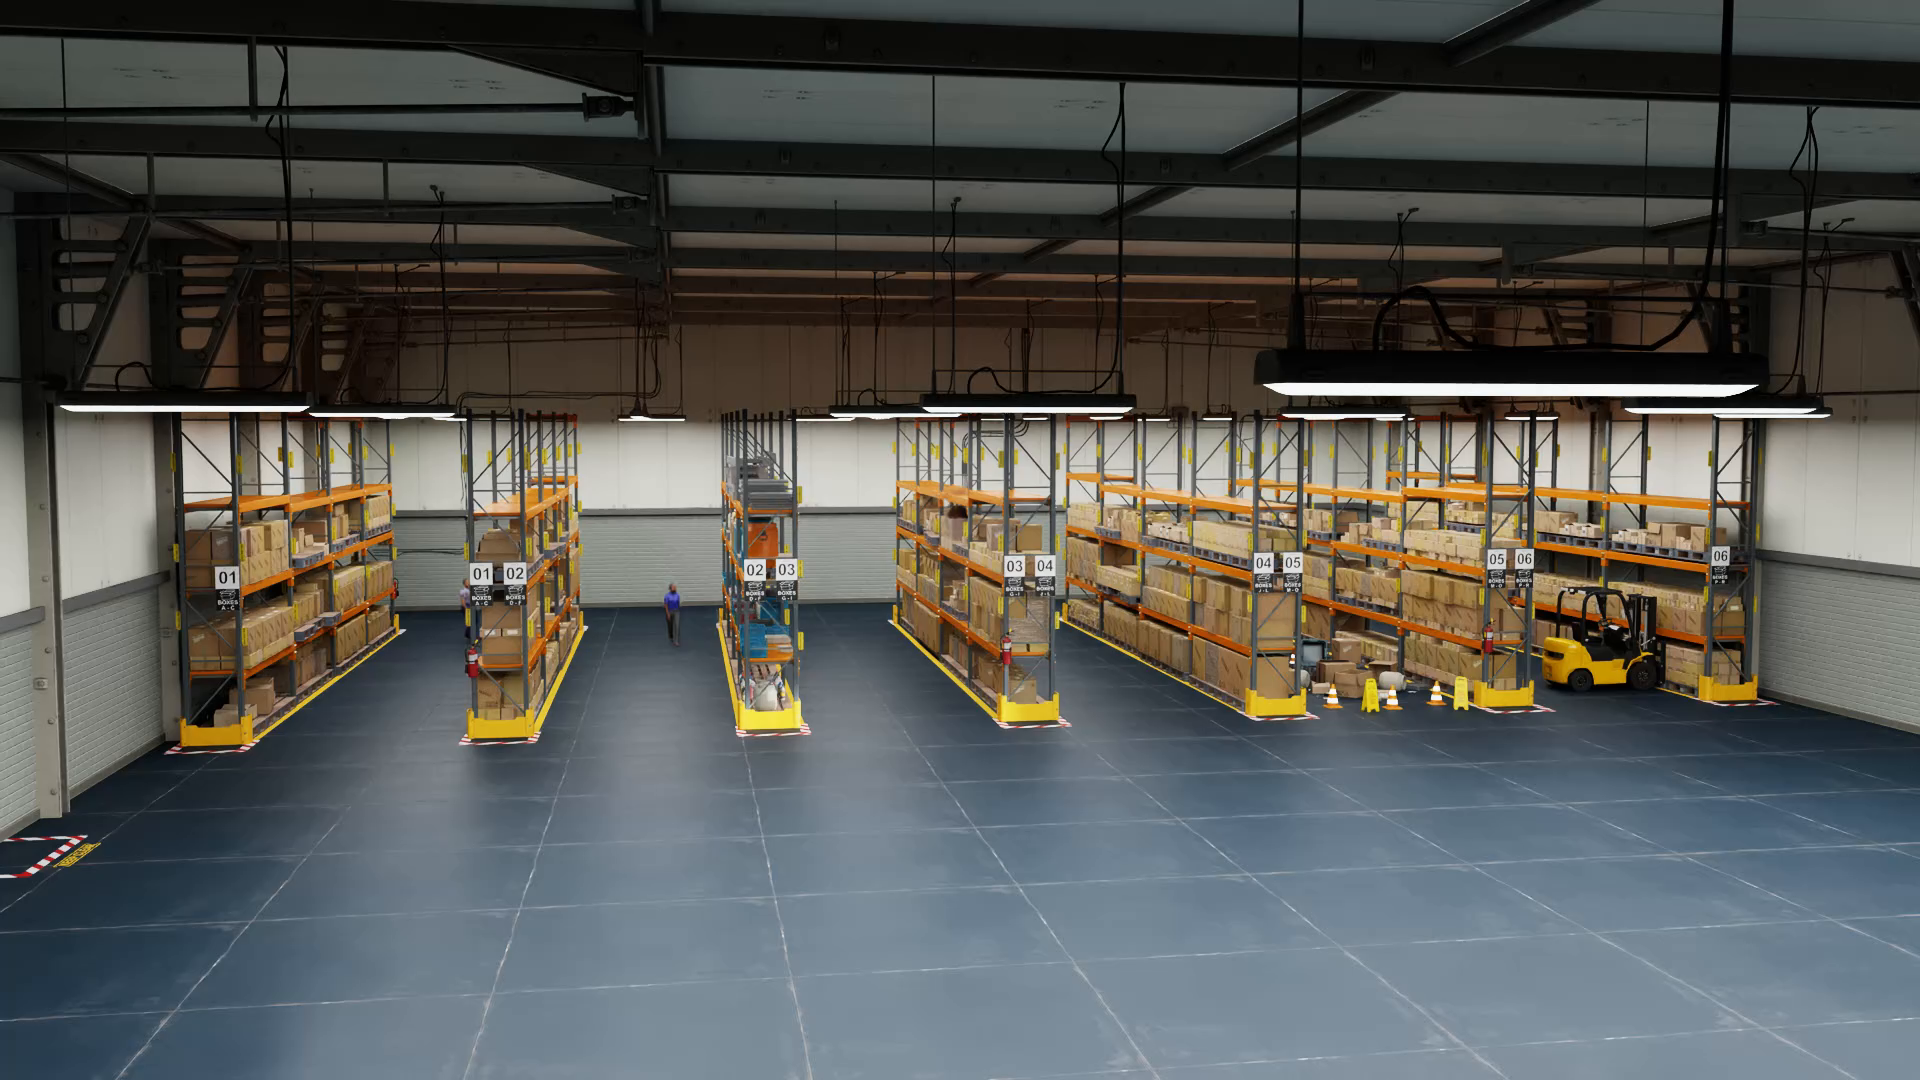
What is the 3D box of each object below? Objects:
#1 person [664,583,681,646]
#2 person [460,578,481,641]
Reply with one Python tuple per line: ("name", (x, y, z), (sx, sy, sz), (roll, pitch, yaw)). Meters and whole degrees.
("person", (-7.435, 1.918, 43.007), (0.405, 1.606, 0.989), (-1, 4, -10))
("person", (-12.927, 1.867, 43.961), (0.484, 1.715, 0.549), (0, 4, 2))
